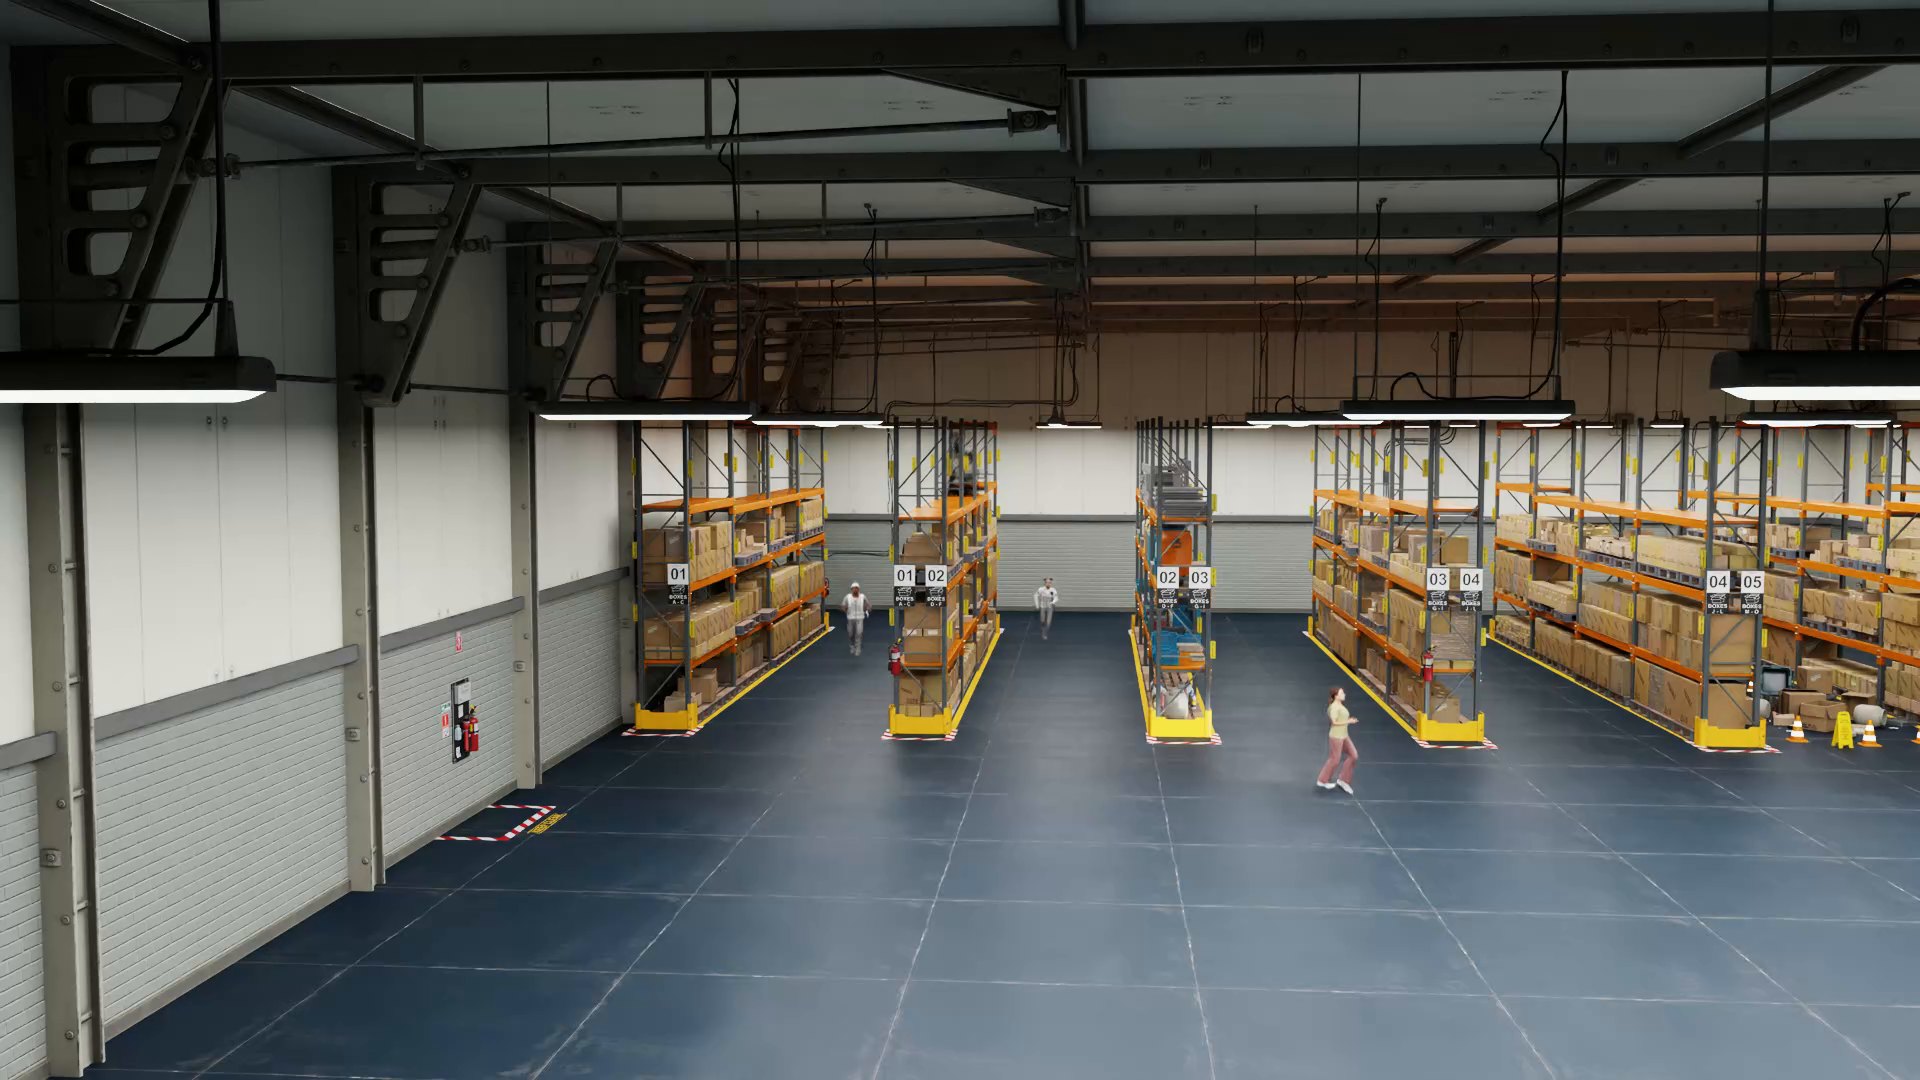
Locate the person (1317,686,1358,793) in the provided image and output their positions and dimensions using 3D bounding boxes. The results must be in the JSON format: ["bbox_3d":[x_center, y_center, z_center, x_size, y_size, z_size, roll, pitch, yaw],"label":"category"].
[{"bbox_3d":[6.001,3.168,26.375,0.668,1.714,0.558,2,4,30],"label":"person"}]

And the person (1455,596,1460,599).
[{"bbox_3d":[13.483,1.966,45.218,0.589,1.622,0.620,1,4,11],"label":"person"}]

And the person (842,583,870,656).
[{"bbox_3d":[-2.527,1.922,40.379,0.692,1.759,0.721,0,4,-4],"label":"person"}]

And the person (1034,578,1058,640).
[{"bbox_3d":[2.253,1.790,43.425,0.614,1.645,0.540,0,4,0],"label":"person"}]
